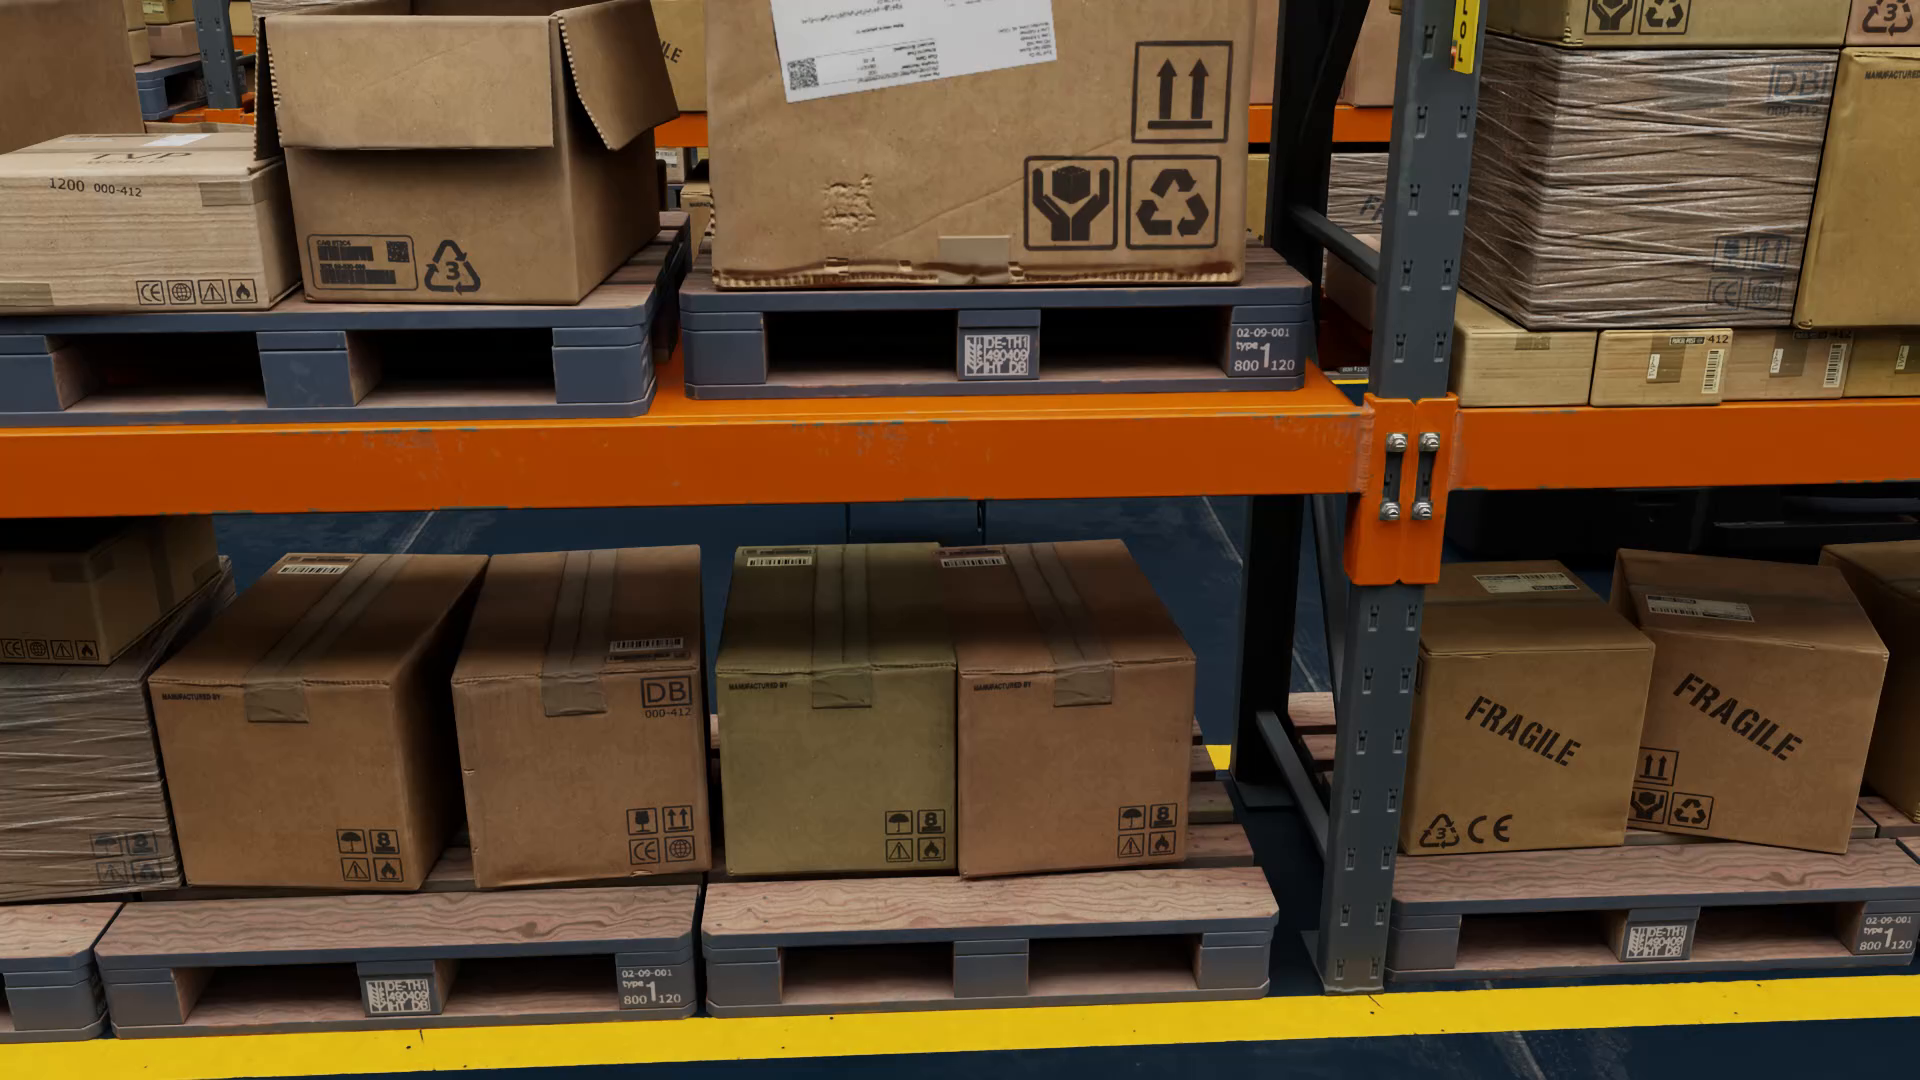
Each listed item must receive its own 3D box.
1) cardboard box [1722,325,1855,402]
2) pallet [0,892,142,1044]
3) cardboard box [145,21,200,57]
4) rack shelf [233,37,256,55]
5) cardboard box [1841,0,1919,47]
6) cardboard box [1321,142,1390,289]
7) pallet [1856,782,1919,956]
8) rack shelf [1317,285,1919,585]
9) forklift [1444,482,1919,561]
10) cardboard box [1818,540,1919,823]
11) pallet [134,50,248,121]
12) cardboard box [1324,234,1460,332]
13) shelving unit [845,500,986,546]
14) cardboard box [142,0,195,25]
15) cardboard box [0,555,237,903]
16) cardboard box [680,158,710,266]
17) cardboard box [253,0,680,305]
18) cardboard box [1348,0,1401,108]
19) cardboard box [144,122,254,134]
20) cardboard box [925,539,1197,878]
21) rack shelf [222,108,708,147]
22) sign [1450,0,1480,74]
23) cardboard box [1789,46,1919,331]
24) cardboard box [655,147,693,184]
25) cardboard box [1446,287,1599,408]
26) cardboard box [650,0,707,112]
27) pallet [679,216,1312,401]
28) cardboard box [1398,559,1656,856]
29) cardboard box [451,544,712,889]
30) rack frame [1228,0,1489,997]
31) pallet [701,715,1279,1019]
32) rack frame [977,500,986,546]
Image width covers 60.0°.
[{"bbox_3d":[1.546,-0.400,3.308,0.250,0.149,0.380,-1,21,-3],"label":"cardboard box"},{"bbox_3d":[-2.398,0.765,3.815,1.213,0.211,1.003,-1,21,-3],"label":"pallet"},{"bbox_3d":[-3.818,-2.428,8.047,0.250,0.149,0.380,-1,21,-4],"label":"cardboard box"},{"bbox_3d":[-5.740,-3.666,12.547,4.000,0.370,1.077,-1,21,-3],"label":"rack shelf"},{"bbox_3d":[1.779,-1.187,3.059,0.500,0.500,0.500,-1,21,-3],"label":"cardboard box"},{"bbox_3d":[2.165,-1.579,8.449,0.875,0.875,0.875,-1,21,-3],"label":"cardboard box"},{"bbox_3d":[2.705,0.647,4.125,1.213,0.211,1.003,-1,21,-3],"label":"pallet"},{"bbox_3d":[2.812,-0.309,3.727,4.000,0.370,1.077,-1,21,-3],"label":"rack shelf"},{"bbox_3d":[3.231,-1.475,5.877,3.031,2.935,1.130,-2,21,-4],"label":"forklift"},{"bbox_3d":[2.404,0.319,3.990,0.500,0.500,0.500,-3,21,-8],"label":"cardboard box"},{"bbox_3d":[-4.065,-2.145,7.809,1.003,0.211,1.213,-1,21,-3],"label":"pallet"},{"bbox_3d":[1.014,-0.596,3.823,0.250,0.149,0.380,-1,21,-3],"label":"cardboard box"},{"bbox_3d":[-0.165,-0.557,5.899,0.503,1.200,0.258,-1,21,-3],"label":"shelving unit"},{"bbox_3d":[-3.854,-2.566,7.991,0.250,0.149,0.380,0,21,-1],"label":"cardboard box"},{"bbox_3d":[-1.957,0.403,3.741,0.500,0.500,0.700,-3,21,-8],"label":"cardboard box"},{"bbox_3d":[-0.944,-1.450,8.286,0.750,0.750,1.050,-1,21,-3],"label":"cardboard box"},{"bbox_3d":[-0.910,-0.781,3.221,0.637,0.503,0.797,1,21,2],"label":"cardboard box"},{"bbox_3d":[2.095,-2.438,8.099,0.550,0.550,0.875,-1,21,-3],"label":"cardboard box"},{"bbox_3d":[-1.528,-0.786,3.569,0.258,0.266,0.396,-2,21,-5],"label":"cardboard box"},{"bbox_3d":[0.201,0.363,3.846,0.500,0.500,0.700,-3,21,-7],"label":"cardboard box"},{"bbox_3d":[-1.363,-1.991,8.147,4.000,0.370,1.077,-1,21,-3],"label":"rack shelf"},{"bbox_3d":[0.851,-0.948,2.769,0.005,0.325,0.100,-1,21,-3],"label":"sign"},{"bbox_3d":[1.770,-0.775,3.382,0.500,0.500,0.875,-1,21,-3],"label":"cardboard box"},{"bbox_3d":[-2.443,-3.037,12.986,0.625,0.372,0.950,-2,21,-4],"label":"cardboard box"},{"bbox_3d":[1.048,-0.384,3.268,0.250,0.149,0.380,-1,21,-3],"label":"cardboard box"},{"bbox_3d":[-1.388,-2.278,7.747,0.500,0.500,0.500,-1,21,-4],"label":"cardboard box"},{"bbox_3d":[0.044,-0.551,3.621,1.213,0.211,1.003,-1,21,-3],"label":"pallet"},{"bbox_3d":[1.217,0.374,3.846,0.500,0.500,0.500,-2,21,-5],"label":"cardboard box"},{"bbox_3d":[-0.834,0.378,3.808,0.500,0.500,0.700,-3,21,-8],"label":"cardboard box"},{"bbox_3d":[0.816,-0.604,3.492,0.127,3.000,1.000,-1,21,-3],"label":"rack frame"},{"bbox_3d":[0.038,0.715,3.946,1.213,0.211,1.003,-1,21,-3],"label":"pallet"},{"bbox_3d":[0.078,-0.562,5.912,0.015,1.200,0.240,-1,21,-3],"label":"rack frame"}]
